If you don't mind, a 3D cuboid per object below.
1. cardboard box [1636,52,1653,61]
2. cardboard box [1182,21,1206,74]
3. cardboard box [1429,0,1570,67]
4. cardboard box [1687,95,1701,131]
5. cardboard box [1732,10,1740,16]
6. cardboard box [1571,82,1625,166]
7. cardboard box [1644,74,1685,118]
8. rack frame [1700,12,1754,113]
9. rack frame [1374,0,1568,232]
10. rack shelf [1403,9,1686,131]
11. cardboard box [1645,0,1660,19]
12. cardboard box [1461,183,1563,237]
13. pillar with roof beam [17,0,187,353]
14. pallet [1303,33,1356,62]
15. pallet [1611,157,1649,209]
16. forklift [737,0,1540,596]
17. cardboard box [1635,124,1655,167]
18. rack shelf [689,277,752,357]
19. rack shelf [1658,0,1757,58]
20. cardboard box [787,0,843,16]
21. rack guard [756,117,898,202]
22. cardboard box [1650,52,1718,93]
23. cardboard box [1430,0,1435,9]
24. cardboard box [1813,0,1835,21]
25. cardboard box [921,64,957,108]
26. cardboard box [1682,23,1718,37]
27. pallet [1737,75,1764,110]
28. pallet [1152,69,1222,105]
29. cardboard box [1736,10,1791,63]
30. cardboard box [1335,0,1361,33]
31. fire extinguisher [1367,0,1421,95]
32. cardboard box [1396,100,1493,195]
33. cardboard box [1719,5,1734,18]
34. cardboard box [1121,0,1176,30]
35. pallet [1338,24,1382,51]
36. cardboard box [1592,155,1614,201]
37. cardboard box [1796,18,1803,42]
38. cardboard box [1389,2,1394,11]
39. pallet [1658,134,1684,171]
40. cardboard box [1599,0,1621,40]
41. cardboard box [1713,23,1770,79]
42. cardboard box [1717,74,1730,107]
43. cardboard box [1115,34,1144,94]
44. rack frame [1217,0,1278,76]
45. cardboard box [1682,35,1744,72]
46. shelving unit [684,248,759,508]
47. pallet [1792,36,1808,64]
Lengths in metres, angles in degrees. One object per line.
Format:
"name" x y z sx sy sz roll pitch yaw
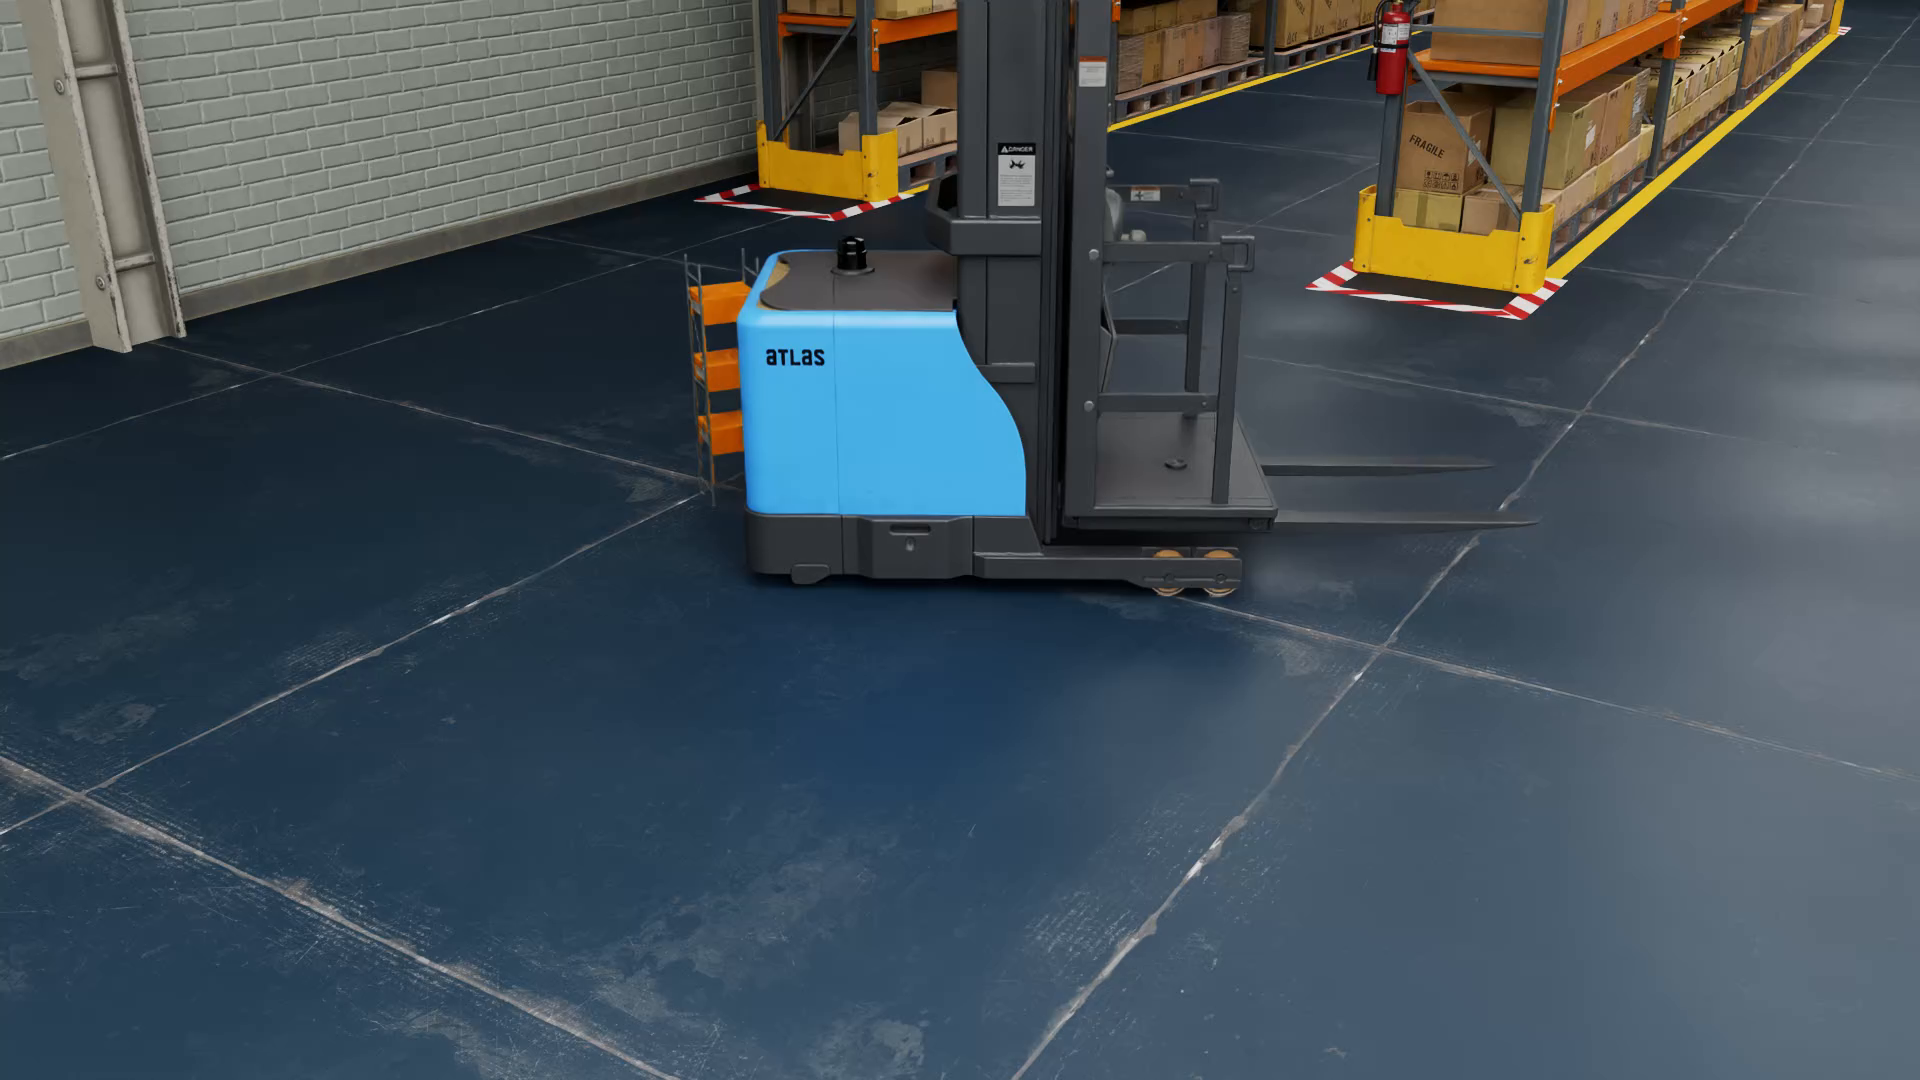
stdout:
"cardboard box" 6.010 -4.321 15.182 0.500 0.311 0.500 13 27 28
"cardboard box" 2.193 -5.287 17.779 0.700 0.500 0.500 14 27 29
"cardboard box" 3.385 -3.273 10.408 0.700 0.500 0.500 14 27 29
"cardboard box" 6.202 -3.785 14.649 0.500 0.250 0.500 13 27 27
"cardboard box" 8.453 -5.715 18.769 0.500 0.500 0.500 14 27 30
"cardboard box" 4.393 -2.987 11.863 0.500 0.500 0.500 14 27 29
"cardboard box" 5.667 -3.698 13.742 0.500 0.311 0.500 14 27 29
"rack frame" 7.347 -5.772 16.308 1.000 3.000 0.127 14 27 29
"rack frame" 3.127 -3.072 10.070 1.000 3.000 0.127 14 27 29
"rack shelf" 4.182 -3.417 11.773 1.077 0.370 4.000 14 27 29
"cardboard box" 5.009 -4.317 12.820 0.700 0.500 0.500 13 27 28
"cardboard box" 3.599 -2.137 10.844 0.500 0.250 0.500 14 27 29
"pillar with roof beam" -0.956 -4.352 5.476 9.100 9.000 0.400 14 27 29
"pallet" 4.261 -6.190 20.782 1.003 0.211 1.213 14 27 29
"pallet" 4.782 -2.883 13.143 1.003 0.211 1.213 14 27 29
"forklift" 0.704 -1.349 6.177 3.031 2.935 1.130 0 23 1
"cardboard box" 5.178 -3.151 13.185 0.500 0.250 0.500 14 27 29
"rack shelf" -0.974 -0.924 6.876 0.240 0.259 0.215 -10 26 -23
"rack shelf" 6.292 -4.767 14.891 1.077 0.370 4.000 14 27 29
"cardboard box" -1.001 -4.248 12.950 0.500 0.250 0.500 14 27 30
"rack guard" -1.043 -2.987 13.021 1.175 0.500 0.348 14 27 29
"cardboard box" 6.477 -4.217 14.941 0.500 0.311 0.500 15 27 30
"cardboard box" 6.544 -7.959 23.976 0.700 0.500 0.500 13 27 27
"cardboard box" 11.490 -7.292 22.411 0.500 0.500 0.500 14 27 29
"cardboard box" 0.089 -3.808 14.363 0.700 0.500 0.500 12 26 26
"cardboard box" 7.641 -5.192 17.560 0.500 0.500 0.500 15 28 31
"pallet" 7.773 -4.736 17.425 1.003 0.211 1.213 14 27 29
"pallet" 2.079 -4.856 17.701 1.003 0.211 1.213 14 27 29
"cardboard box" 8.908 -5.616 18.540 0.500 0.500 0.500 14 27 30
"cardboard box" 4.548 -6.818 20.901 0.750 0.750 0.750 15 27 31
"fire extinguisher" 2.670 -3.094 10.219 0.296 0.674 0.183 14 27 29
"cardboard box" 3.158 -2.590 10.946 0.500 0.500 0.500 14 27 29
"cardboard box" 8.204 -5.902 18.256 0.500 0.250 0.500 13 27 28
"cardboard box" 1.902 -5.435 17.179 0.500 0.250 0.500 13 27 27
"pallet" 4.904 -6.603 21.737 1.003 0.211 1.213 14 27 29
"cardboard box" 4.392 -2.643 12.012 0.500 0.250 0.500 14 27 29
"cardboard box" 9.863 -6.186 20.095 0.500 0.311 0.500 14 27 29
"cardboard box" 5.728 -7.435 22.768 0.700 0.500 0.500 14 27 30
"pallet" 5.593 -3.399 14.336 1.003 0.211 1.213 14 27 29
"cardboard box" 4.199 -3.796 11.617 0.700 0.500 0.500 15 27 31
"cardboard box" 8.102 -5.098 17.344 0.500 0.500 0.500 13 27 27
"cardboard box" 7.008 -4.300 15.839 0.500 0.250 0.500 14 27 28
"cardboard box" 1.401 -4.766 16.575 0.700 0.500 0.500 15 28 31
"rack frame" 3.137 -6.809 18.703 1.000 3.000 0.127 14 27 29
"cardboard box" 7.280 -4.732 16.131 0.500 0.311 0.500 15 27 30
"shelving unit" -0.974 -0.674 6.985 0.252 1.050 0.215 -10 26 -23
"pallet" 9.820 -6.074 20.515 1.003 0.211 1.213 14 27 29
